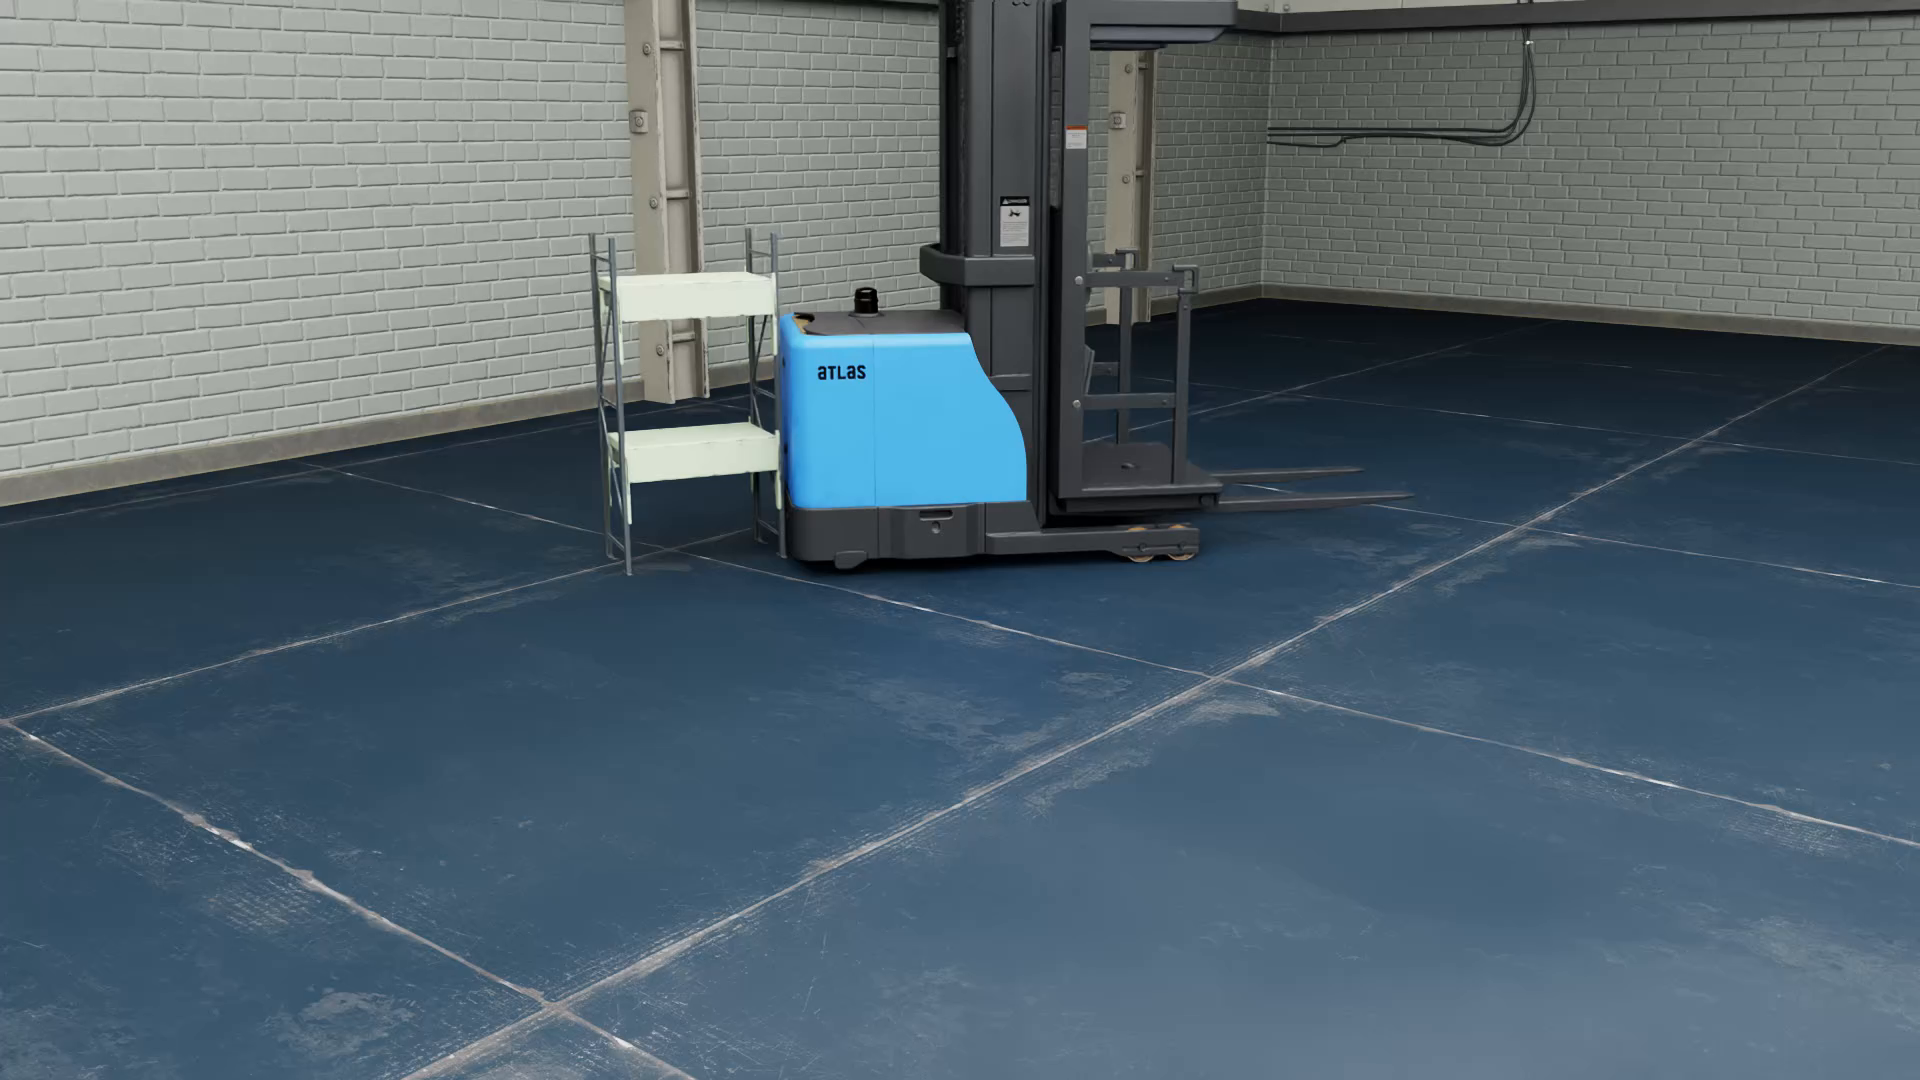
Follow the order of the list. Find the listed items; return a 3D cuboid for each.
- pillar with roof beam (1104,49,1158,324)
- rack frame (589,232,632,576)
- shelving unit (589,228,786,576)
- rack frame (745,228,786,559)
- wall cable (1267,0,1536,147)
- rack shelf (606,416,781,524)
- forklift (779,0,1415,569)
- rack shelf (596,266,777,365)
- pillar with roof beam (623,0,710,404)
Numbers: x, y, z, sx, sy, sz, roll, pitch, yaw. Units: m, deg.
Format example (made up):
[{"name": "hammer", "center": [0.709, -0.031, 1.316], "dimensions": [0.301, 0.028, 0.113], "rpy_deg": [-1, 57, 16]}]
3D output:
[{"name": "pillar with roof beam", "center": [5.033, -5.888, 13.023], "dimensions": [9.100, 9.000, 0.400], "rpy_deg": [11, 18, 38]}, {"name": "rack frame", "center": [-1.573, -0.609, 7.476], "dimensions": [0.023, 1.500, 0.400], "rpy_deg": [-7, 16, -24]}, {"name": "shelving unit", "center": [-1.241, -0.648, 7.626], "dimensions": [0.755, 1.500, 0.431], "rpy_deg": [-7, 16, -24]}, {"name": "rack frame", "center": [-0.910, -0.686, 7.777], "dimensions": [0.023, 1.500, 0.400], "rpy_deg": [-7, 16, -24]}, {"name": "wall cable", "center": [4.564, -5.408, 17.443], "dimensions": [3.097, 2.526, 0.112], "rpy_deg": [11, 18, 38]}, {"name": "rack shelf", "center": [-1.241, -0.332, 7.707], "dimensions": [0.720, 0.370, 0.431], "rpy_deg": [-7, 16, -24]}, {"name": "forklift", "center": [0.664, -1.440, 7.840], "dimensions": [3.031, 2.935, 1.130], "rpy_deg": [-2, 14, -9]}, {"name": "rack shelf", "center": [-1.241, -1.026, 7.530], "dimensions": [0.720, 0.370, 0.431], "rpy_deg": [-7, 16, -24]}, {"name": "pillar with roof beam", "center": [1.262, -4.739, 8.500], "dimensions": [9.100, 9.000, 0.400], "rpy_deg": [11, 18, 38]}]
